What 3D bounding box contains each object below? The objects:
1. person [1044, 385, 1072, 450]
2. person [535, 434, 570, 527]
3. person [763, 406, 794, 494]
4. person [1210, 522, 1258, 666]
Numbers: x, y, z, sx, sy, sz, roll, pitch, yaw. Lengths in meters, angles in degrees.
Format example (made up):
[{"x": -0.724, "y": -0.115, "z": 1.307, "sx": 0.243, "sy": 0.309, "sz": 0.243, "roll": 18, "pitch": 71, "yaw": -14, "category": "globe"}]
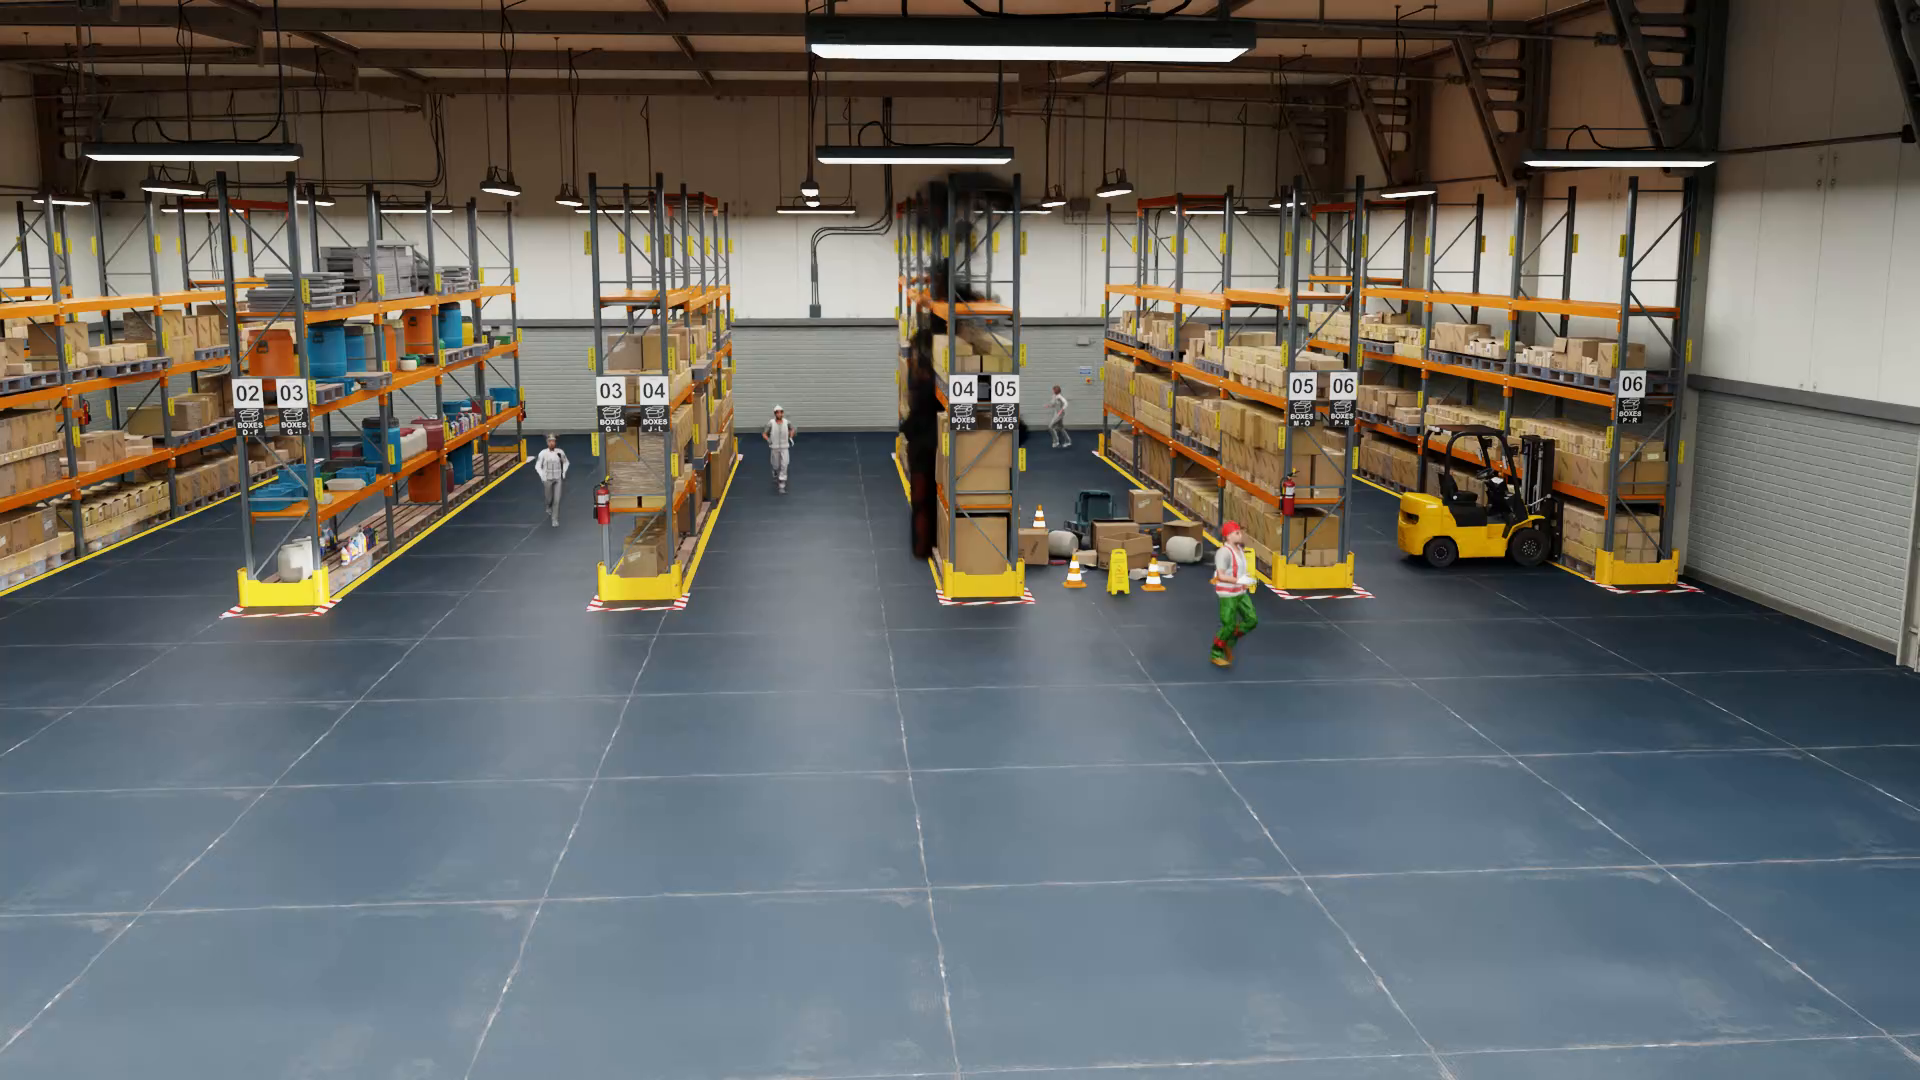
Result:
[{"x": 2.442, "y": -3.044, "z": 41.431, "sx": 0.730, "sy": 1.627, "sz": 0.499, "roll": 0, "pitch": 10, "yaw": -2, "category": "person"}, {"x": -7.402, "y": -1.111, "z": 30.258, "sx": 0.611, "sy": 1.671, "sz": 0.696, "roll": -3, "pitch": 11, "yaw": -18, "category": "person"}, {"x": -3.715, "y": -1.871, "z": 34.196, "sx": 0.661, "sy": 1.780, "sz": 0.934, "roll": -2, "pitch": 10, "yaw": -11, "category": "person"}, {"x": 3.294, "y": 0.654, "z": 19.860, "sx": 0.620, "sy": 1.756, "sz": 0.686, "roll": 8, "pitch": 13, "yaw": 38, "category": "person"}]
